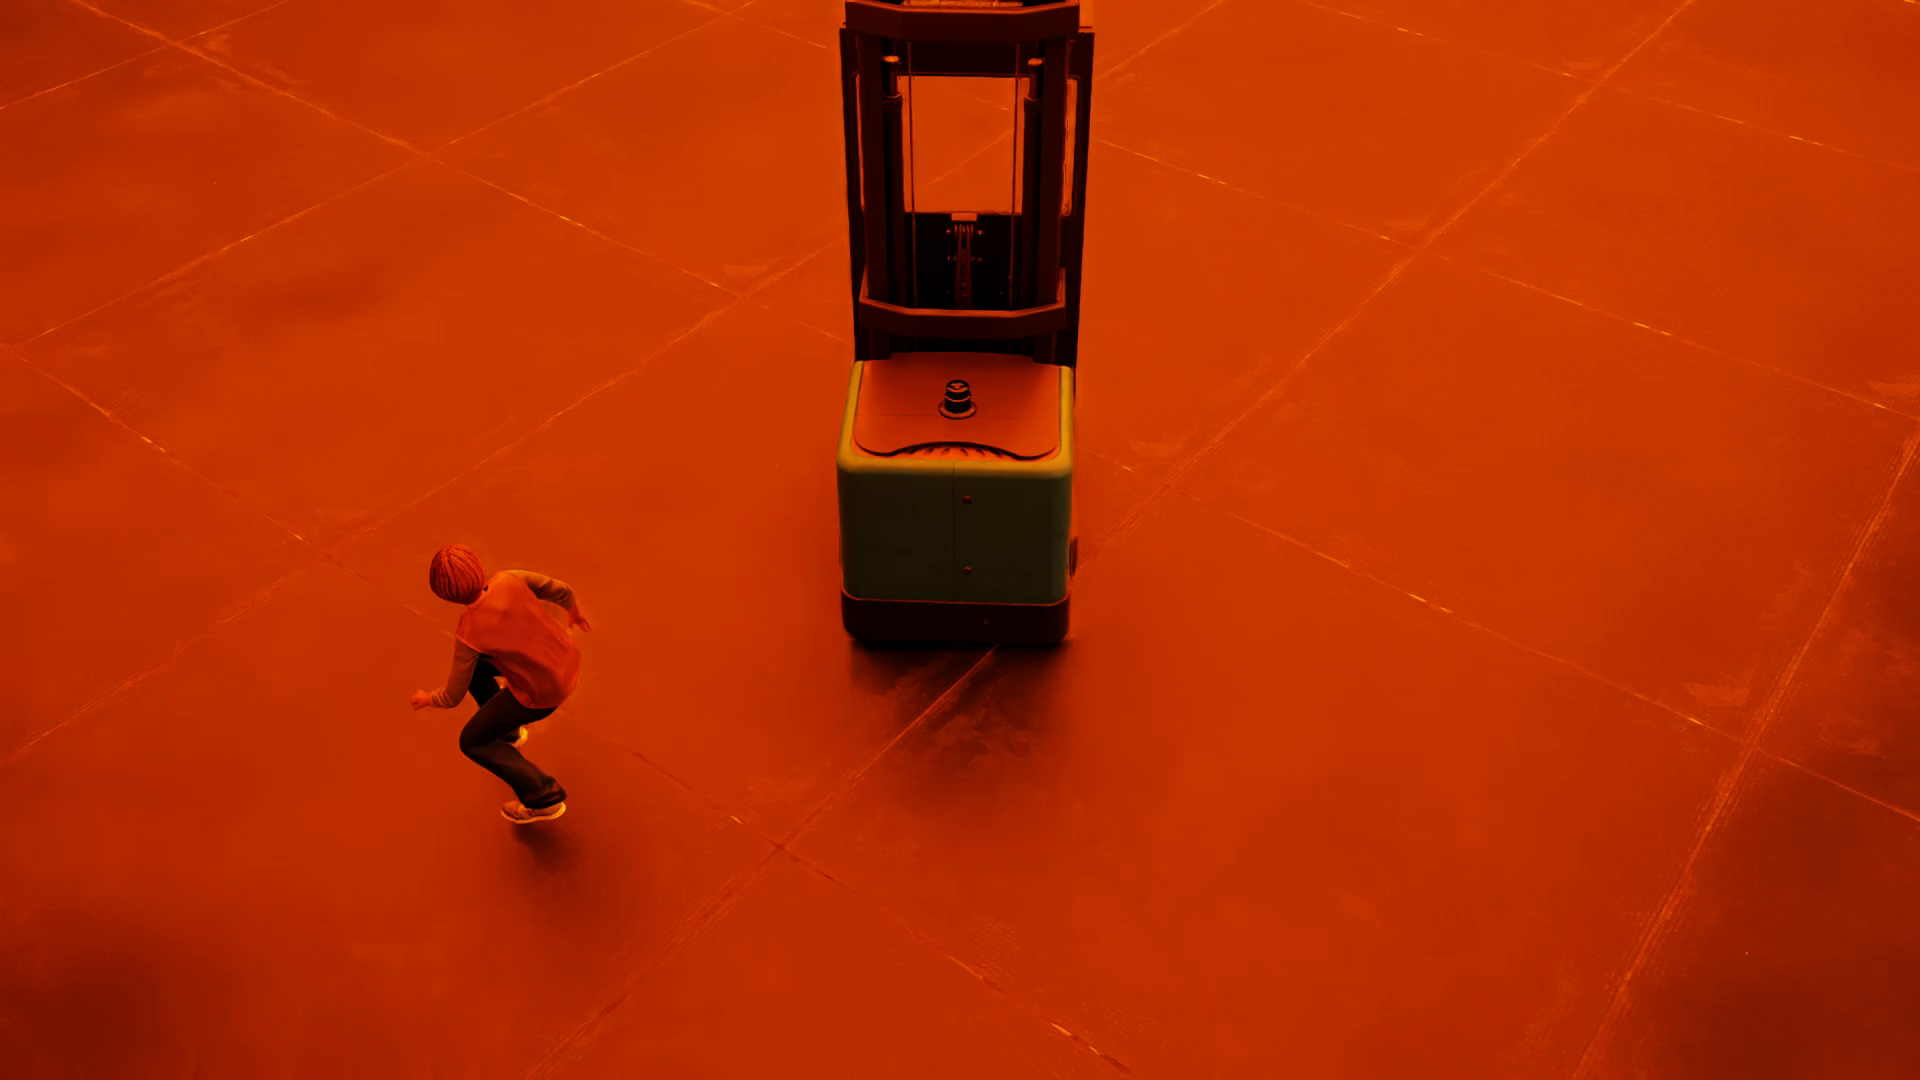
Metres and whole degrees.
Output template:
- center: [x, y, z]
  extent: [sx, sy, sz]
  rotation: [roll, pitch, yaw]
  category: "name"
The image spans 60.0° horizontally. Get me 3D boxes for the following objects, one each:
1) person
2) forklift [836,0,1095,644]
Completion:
- center: [-1.854, 0.493, 6.656]
  extent: [0.641, 1.356, 0.649]
  rotation: [7, 41, 8]
  category: "person"
- center: [0.042, -1.575, 7.922]
  extent: [1.130, 2.935, 3.031]
  rotation: [2, 40, 2]
  category: "forklift"
